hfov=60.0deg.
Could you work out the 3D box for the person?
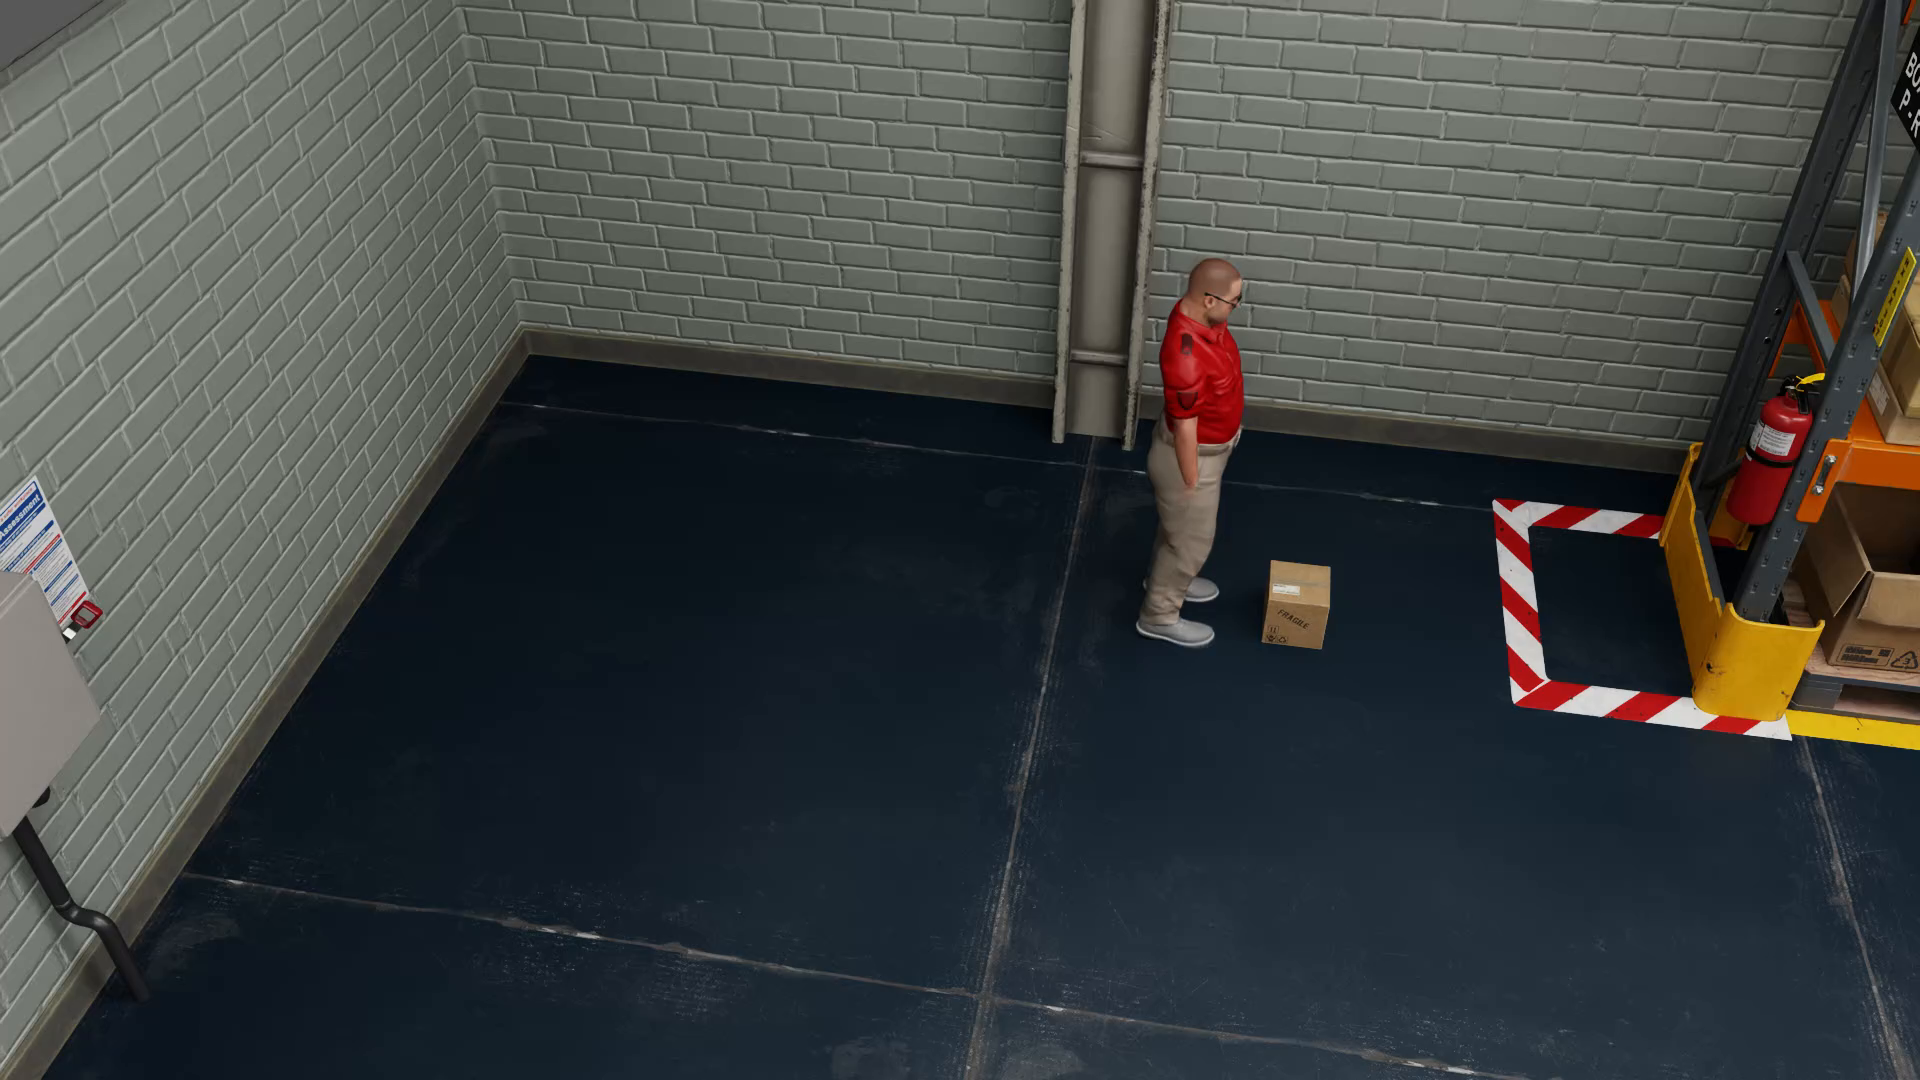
[{"bbox_3d":[0.932,-0.357,6.603,0.358,1.720,0.531,7,41,9],"label":"person"}]
